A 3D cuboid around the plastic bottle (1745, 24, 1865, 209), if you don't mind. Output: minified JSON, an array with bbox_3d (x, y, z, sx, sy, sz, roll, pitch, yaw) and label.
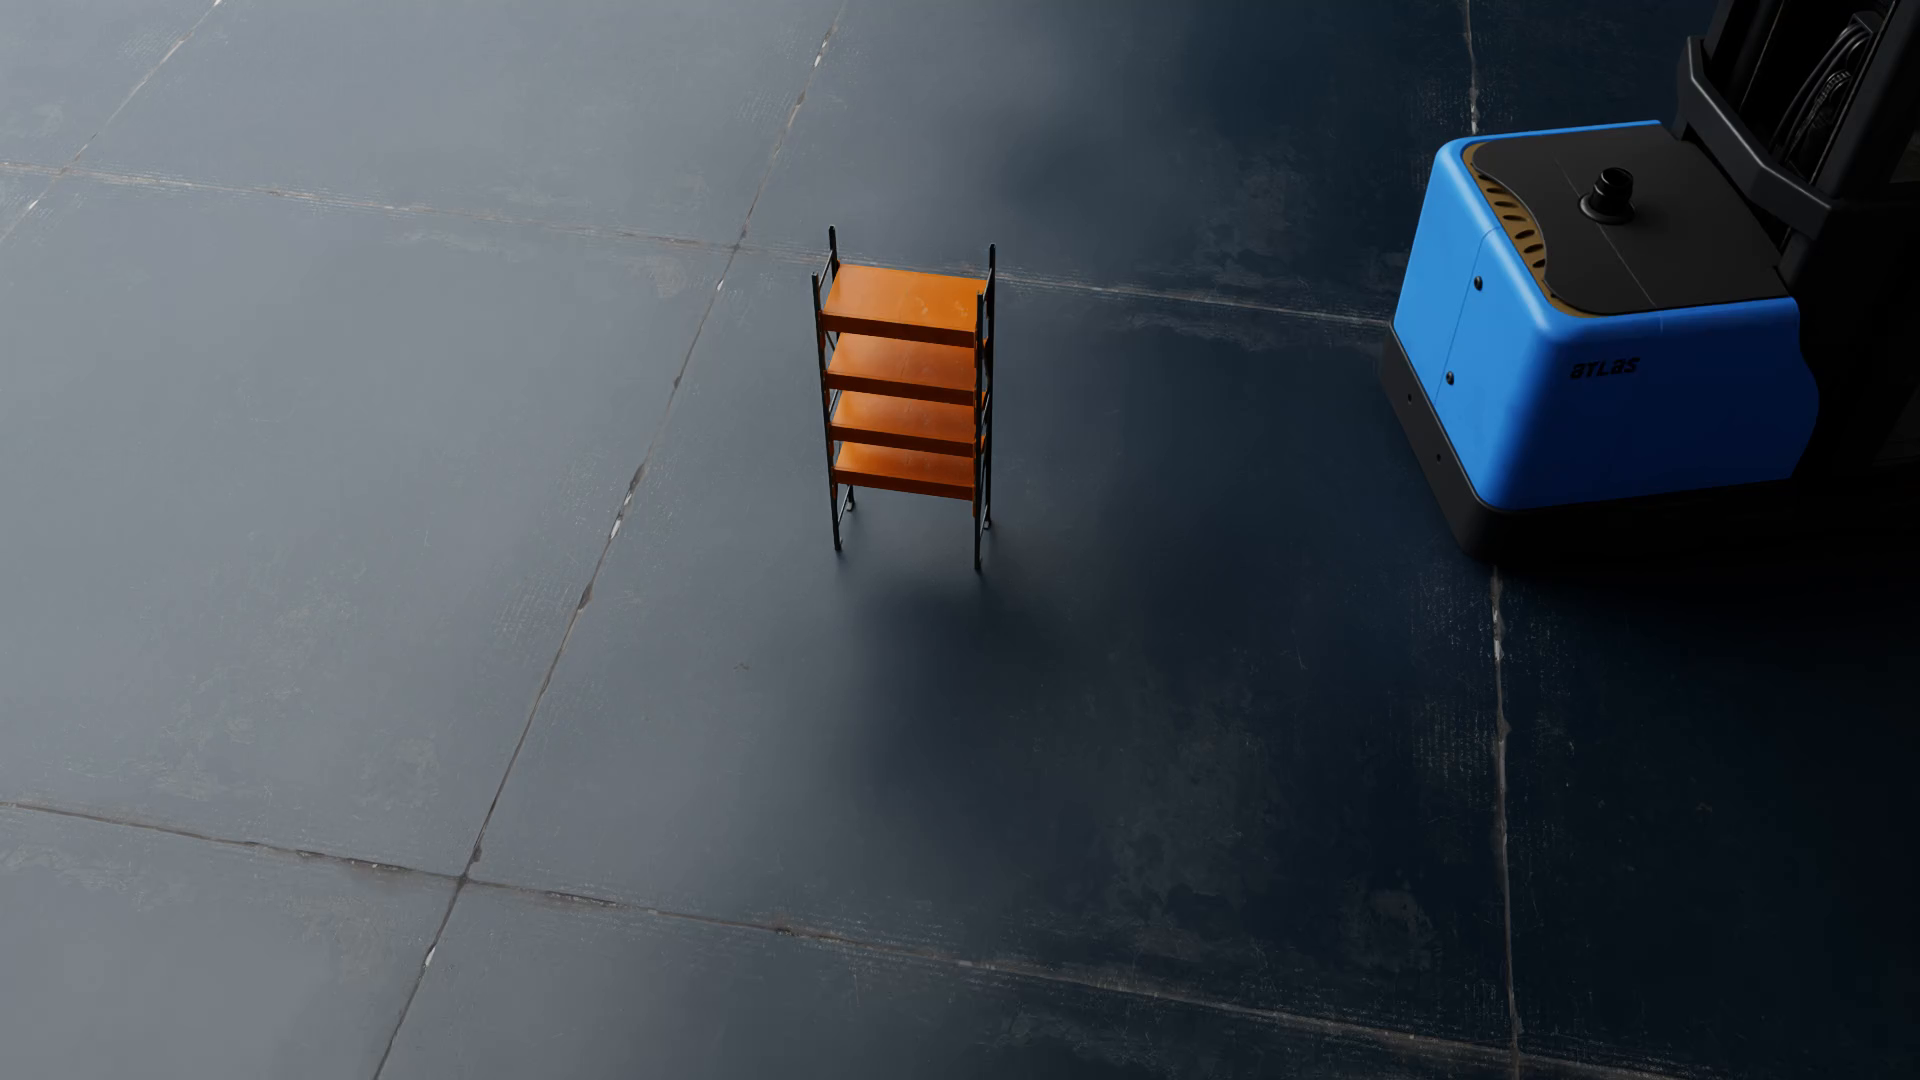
[{"bbox_3d":[-17.179,-5.140,8.912,41.268,1.202,3.738,8,49,7],"label":"plastic bottle"}]

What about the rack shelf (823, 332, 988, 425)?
[{"bbox_3d":[-0.163,-0.527,5.207,0.480,0.148,0.258,8,49,7],"label":"rack shelf"}]

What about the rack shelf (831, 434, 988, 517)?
[{"bbox_3d":[-0.163,-0.245,5.521,0.480,0.148,0.258,8,49,7],"label":"rack shelf"}]

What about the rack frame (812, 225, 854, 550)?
[{"bbox_3d":[-0.403,-0.455,5.352,0.015,1.200,0.240,8,49,7],"label":"rack frame"}]

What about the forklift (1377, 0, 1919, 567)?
[{"bbox_3d":[2.581,-1.319,5.008,1.939,2.867,1.129,-7,48,-6],"label":"forklift"}]

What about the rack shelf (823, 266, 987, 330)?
[{"bbox_3d":[-0.163,-0.712,5.002,0.457,0.050,0.221,8,49,7],"label":"rack shelf"}]

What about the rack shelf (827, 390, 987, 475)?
[{"bbox_3d":[-13.717,-2.777,6.627,28.088,1.490,0.597,8,49,7],"label":"rack shelf"}]

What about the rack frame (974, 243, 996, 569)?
[{"bbox_3d":[0.077,-0.391,5.294,0.015,1.200,0.240,8,49,7],"label":"rack frame"}]

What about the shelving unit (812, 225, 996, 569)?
[{"bbox_3d":[-13.711,-2.623,6.797,28.100,1.949,0.597,8,49,7],"label":"shelving unit"}]
